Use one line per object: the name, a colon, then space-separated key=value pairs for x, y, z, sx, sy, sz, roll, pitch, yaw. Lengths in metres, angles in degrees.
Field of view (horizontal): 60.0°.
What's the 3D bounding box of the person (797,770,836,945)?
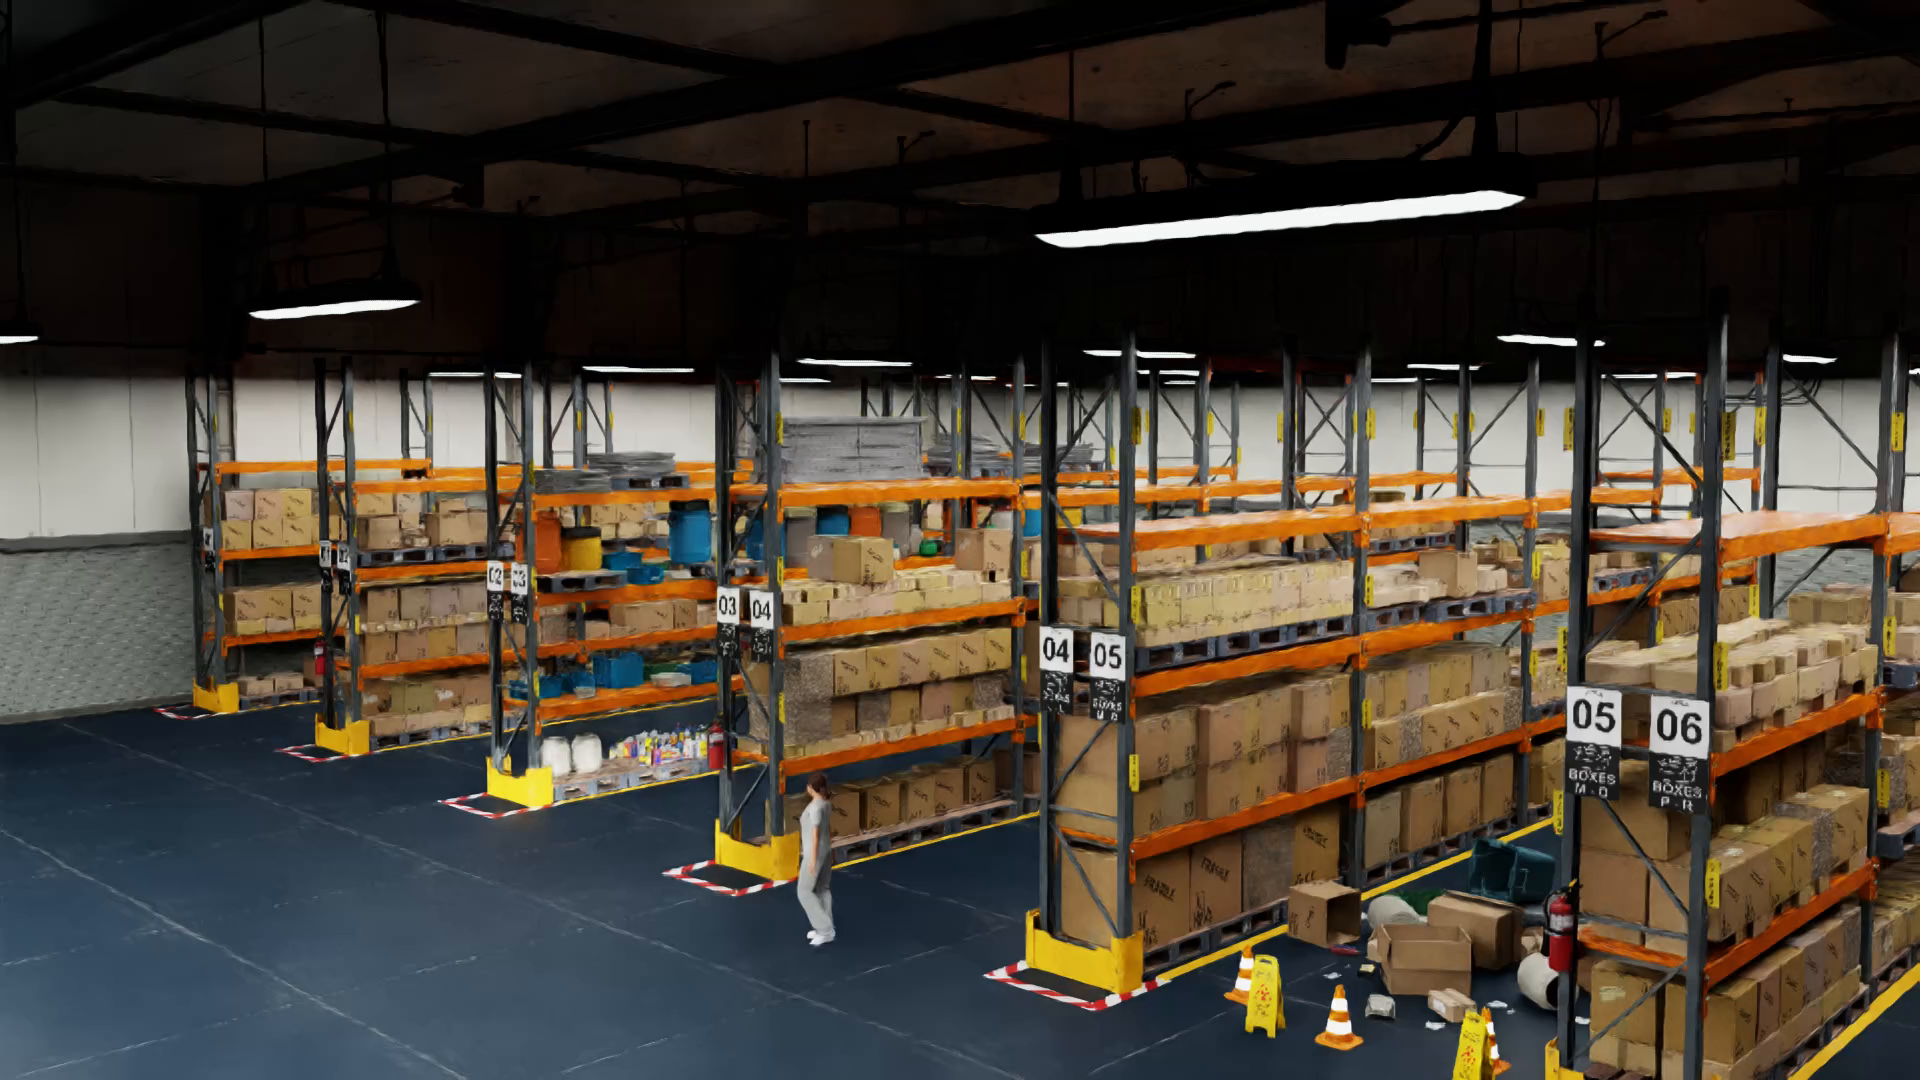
person: x=-1.380 y=3.083 z=16.187 sx=0.382 sy=1.666 sz=0.570 roll=1 pitch=4 yaw=13
